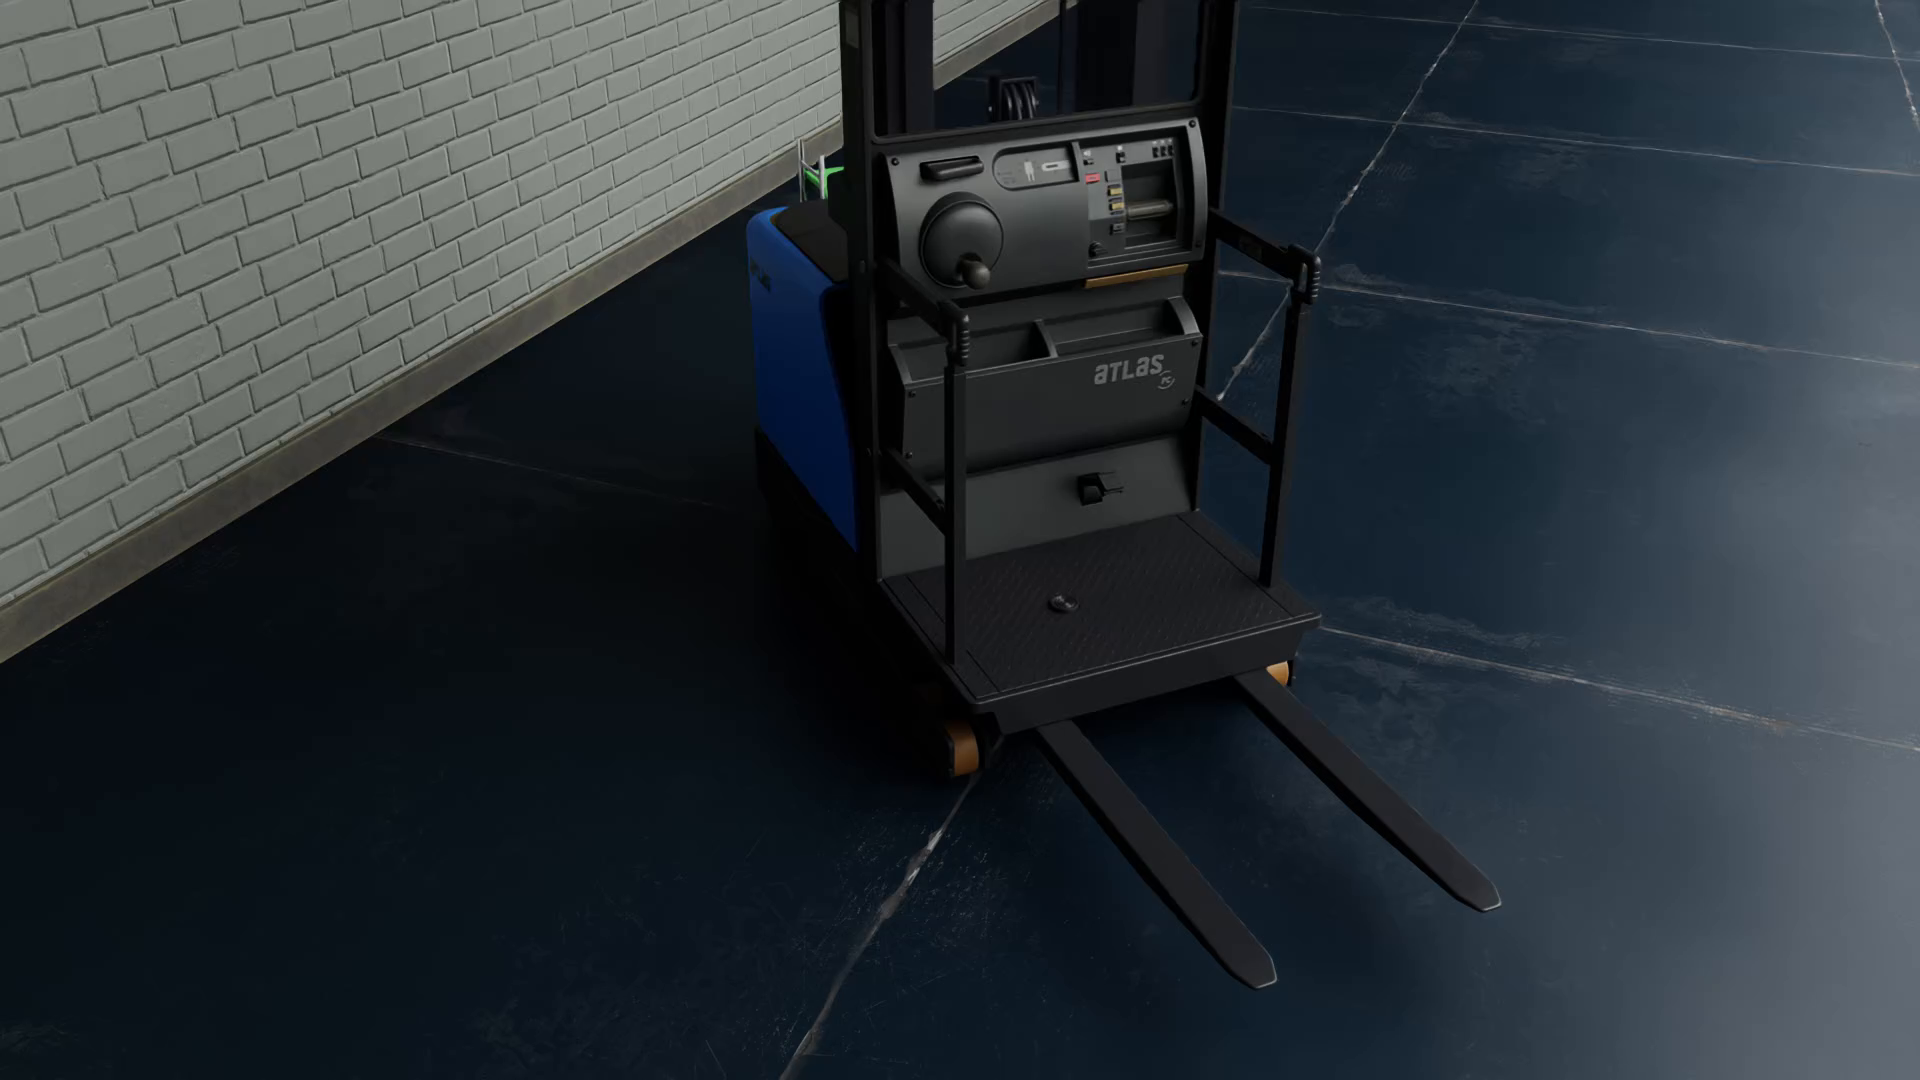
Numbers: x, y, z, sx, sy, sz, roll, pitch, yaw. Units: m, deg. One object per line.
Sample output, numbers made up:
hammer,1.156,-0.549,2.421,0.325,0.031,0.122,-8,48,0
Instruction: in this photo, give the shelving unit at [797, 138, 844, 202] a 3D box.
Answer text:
shelving unit,-0.287,-0.870,6.067,0.503,1.200,0.258,-12,31,-20

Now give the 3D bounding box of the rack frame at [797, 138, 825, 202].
rack frame,-0.510,-0.821,5.982,0.015,1.200,0.240,-12,31,-20

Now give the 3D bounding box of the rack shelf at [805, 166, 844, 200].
rack shelf,-0.288,-1.233,5.865,0.480,0.148,0.258,-12,31,-20

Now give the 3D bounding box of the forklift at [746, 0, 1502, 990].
forklift,0.333,-0.862,4.296,1.130,2.935,3.031,-12,32,-20
